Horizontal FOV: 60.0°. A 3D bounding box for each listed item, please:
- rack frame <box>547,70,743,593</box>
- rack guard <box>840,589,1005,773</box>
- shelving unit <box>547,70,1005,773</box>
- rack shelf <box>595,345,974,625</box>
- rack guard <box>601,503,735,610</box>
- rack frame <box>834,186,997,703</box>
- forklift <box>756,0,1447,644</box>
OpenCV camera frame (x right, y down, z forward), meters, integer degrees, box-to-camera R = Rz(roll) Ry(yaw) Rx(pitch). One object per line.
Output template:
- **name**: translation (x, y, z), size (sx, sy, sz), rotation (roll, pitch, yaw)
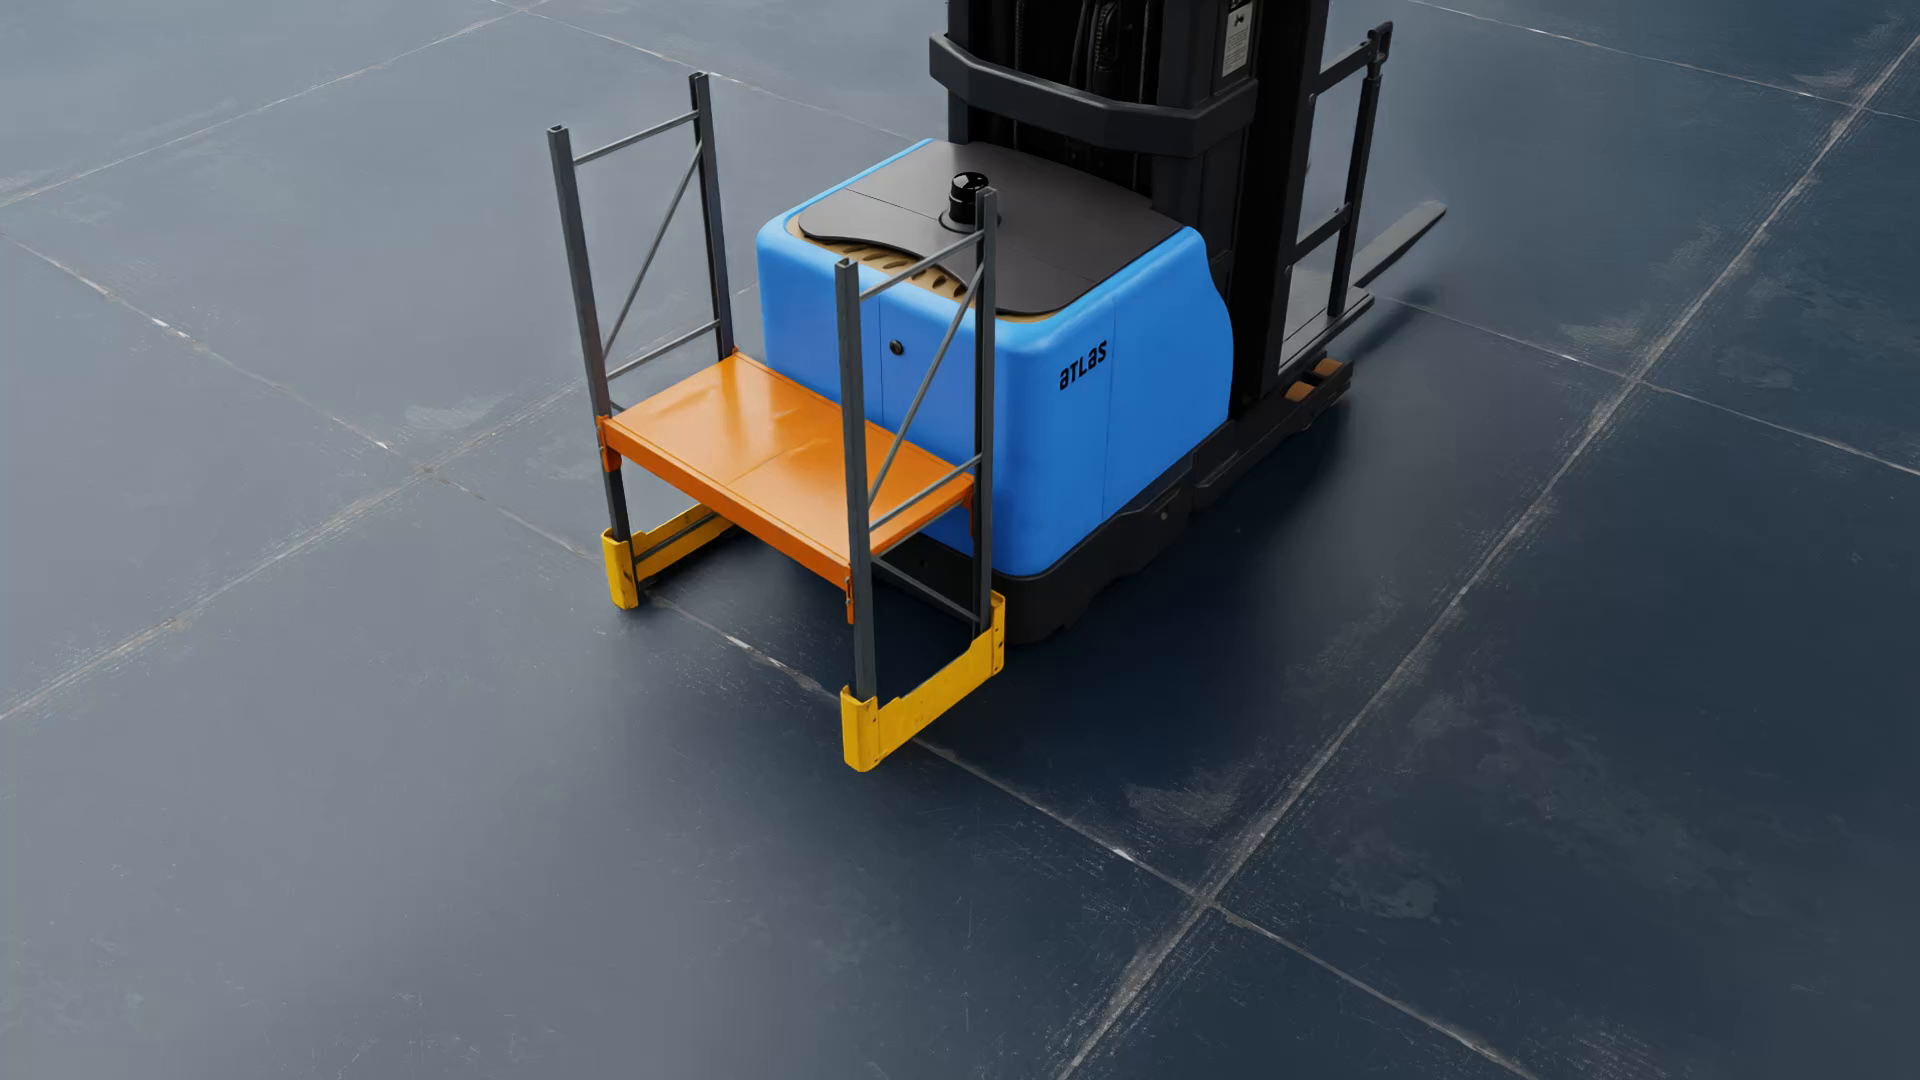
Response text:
- **rack frame**: translation (-0.845, -0.534, 4.715), size (0.032, 1.500, 0.500), rotation (29, 47, 32)
- **rack guard**: translation (-0.093, 0.379, 4.563), size (0.087, 0.250, 0.587), rotation (29, 47, 32)
- **shelving unit**: translation (-0.462, -0.319, 4.441), size (1.083, 1.500, 0.587), rotation (29, 47, 32)
- **rack shelf**: translation (-0.468, -0.181, 4.557), size (1.000, 0.185, 0.538), rotation (29, 47, 32)
- **rack guard**: translation (-0.830, -0.034, 5.090), size (0.087, 0.250, 0.587), rotation (29, 47, 32)
- **rack frame**: translation (-0.092, -0.112, 4.177), size (0.032, 1.500, 0.500), rotation (29, 47, 32)
- **forklift**: translation (0.724, -1.703, 5.047), size (1.130, 2.935, 3.031), rotation (26, 45, 29)
